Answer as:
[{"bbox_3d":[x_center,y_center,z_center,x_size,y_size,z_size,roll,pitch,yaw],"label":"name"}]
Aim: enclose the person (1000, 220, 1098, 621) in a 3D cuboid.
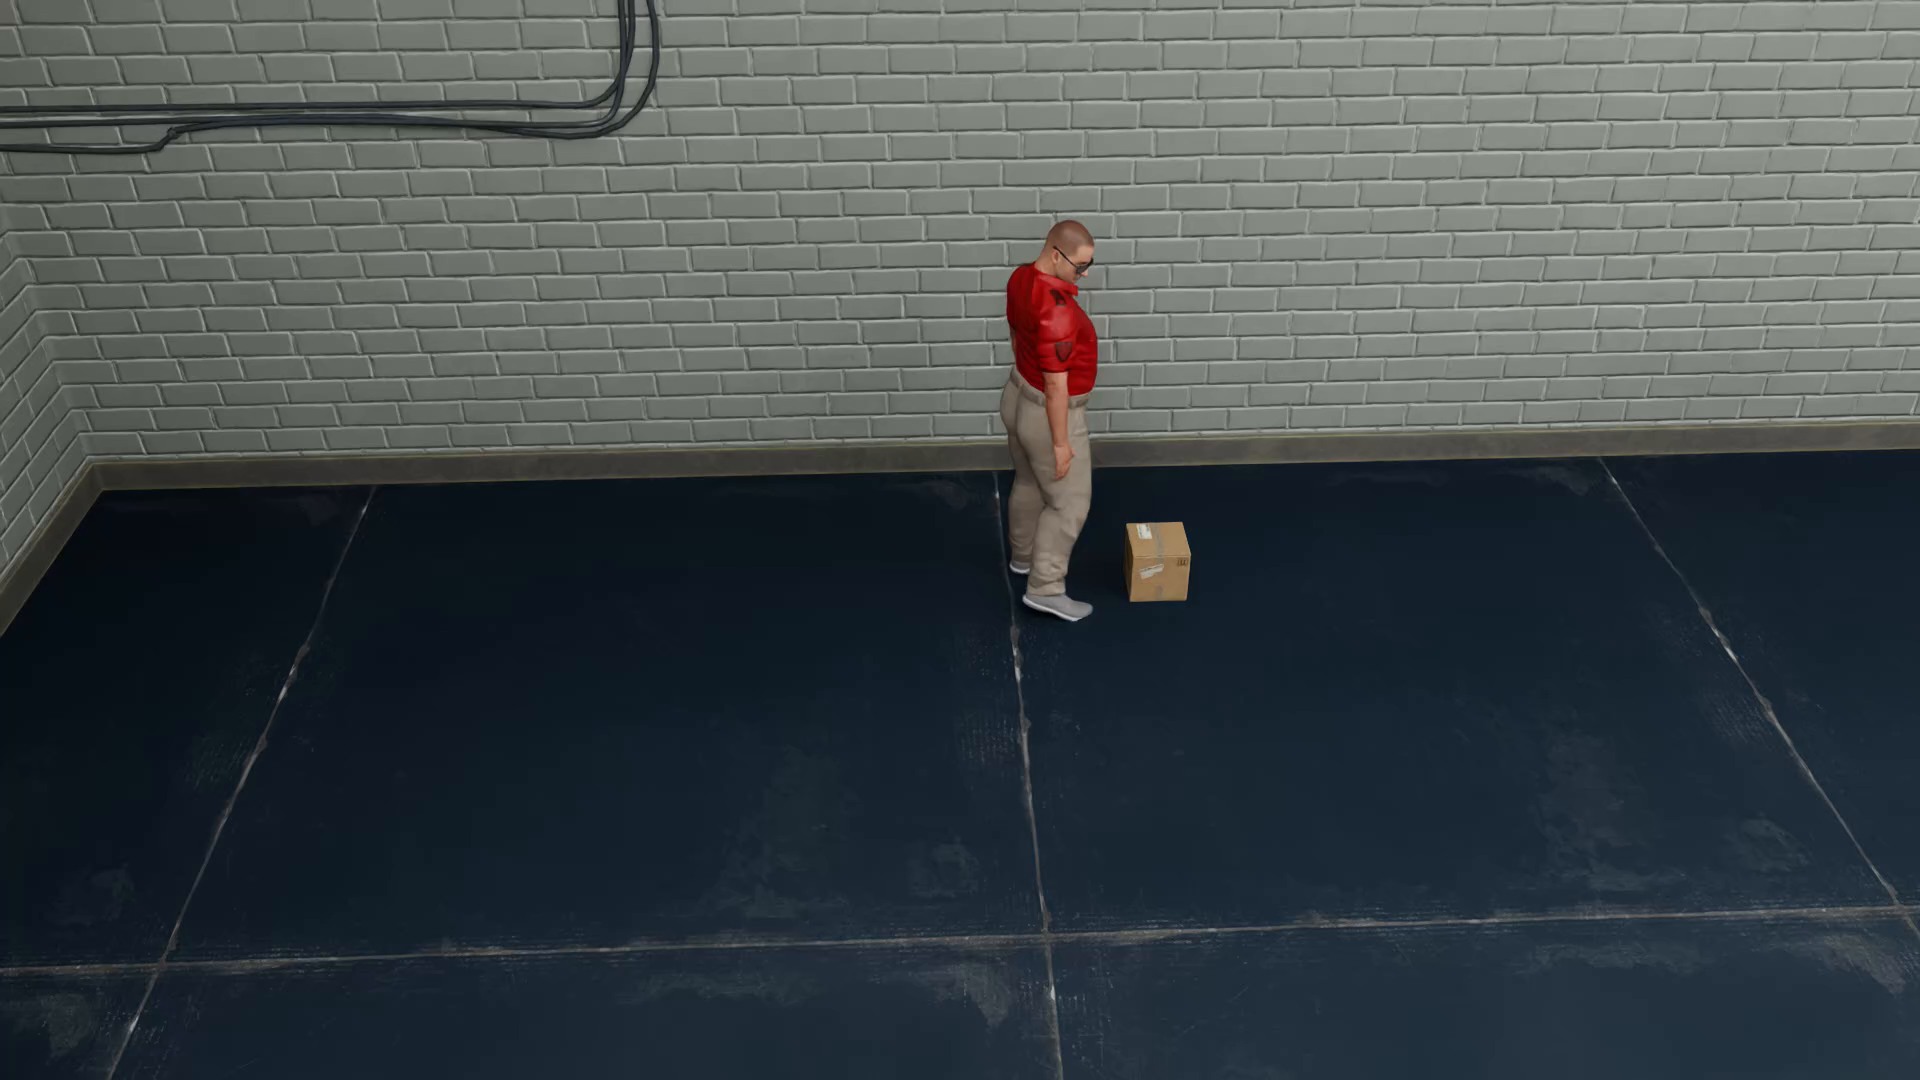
[{"bbox_3d":[0.370,-0.510,6.909,0.386,1.764,0.636,-14,37,-19],"label":"person"}]
